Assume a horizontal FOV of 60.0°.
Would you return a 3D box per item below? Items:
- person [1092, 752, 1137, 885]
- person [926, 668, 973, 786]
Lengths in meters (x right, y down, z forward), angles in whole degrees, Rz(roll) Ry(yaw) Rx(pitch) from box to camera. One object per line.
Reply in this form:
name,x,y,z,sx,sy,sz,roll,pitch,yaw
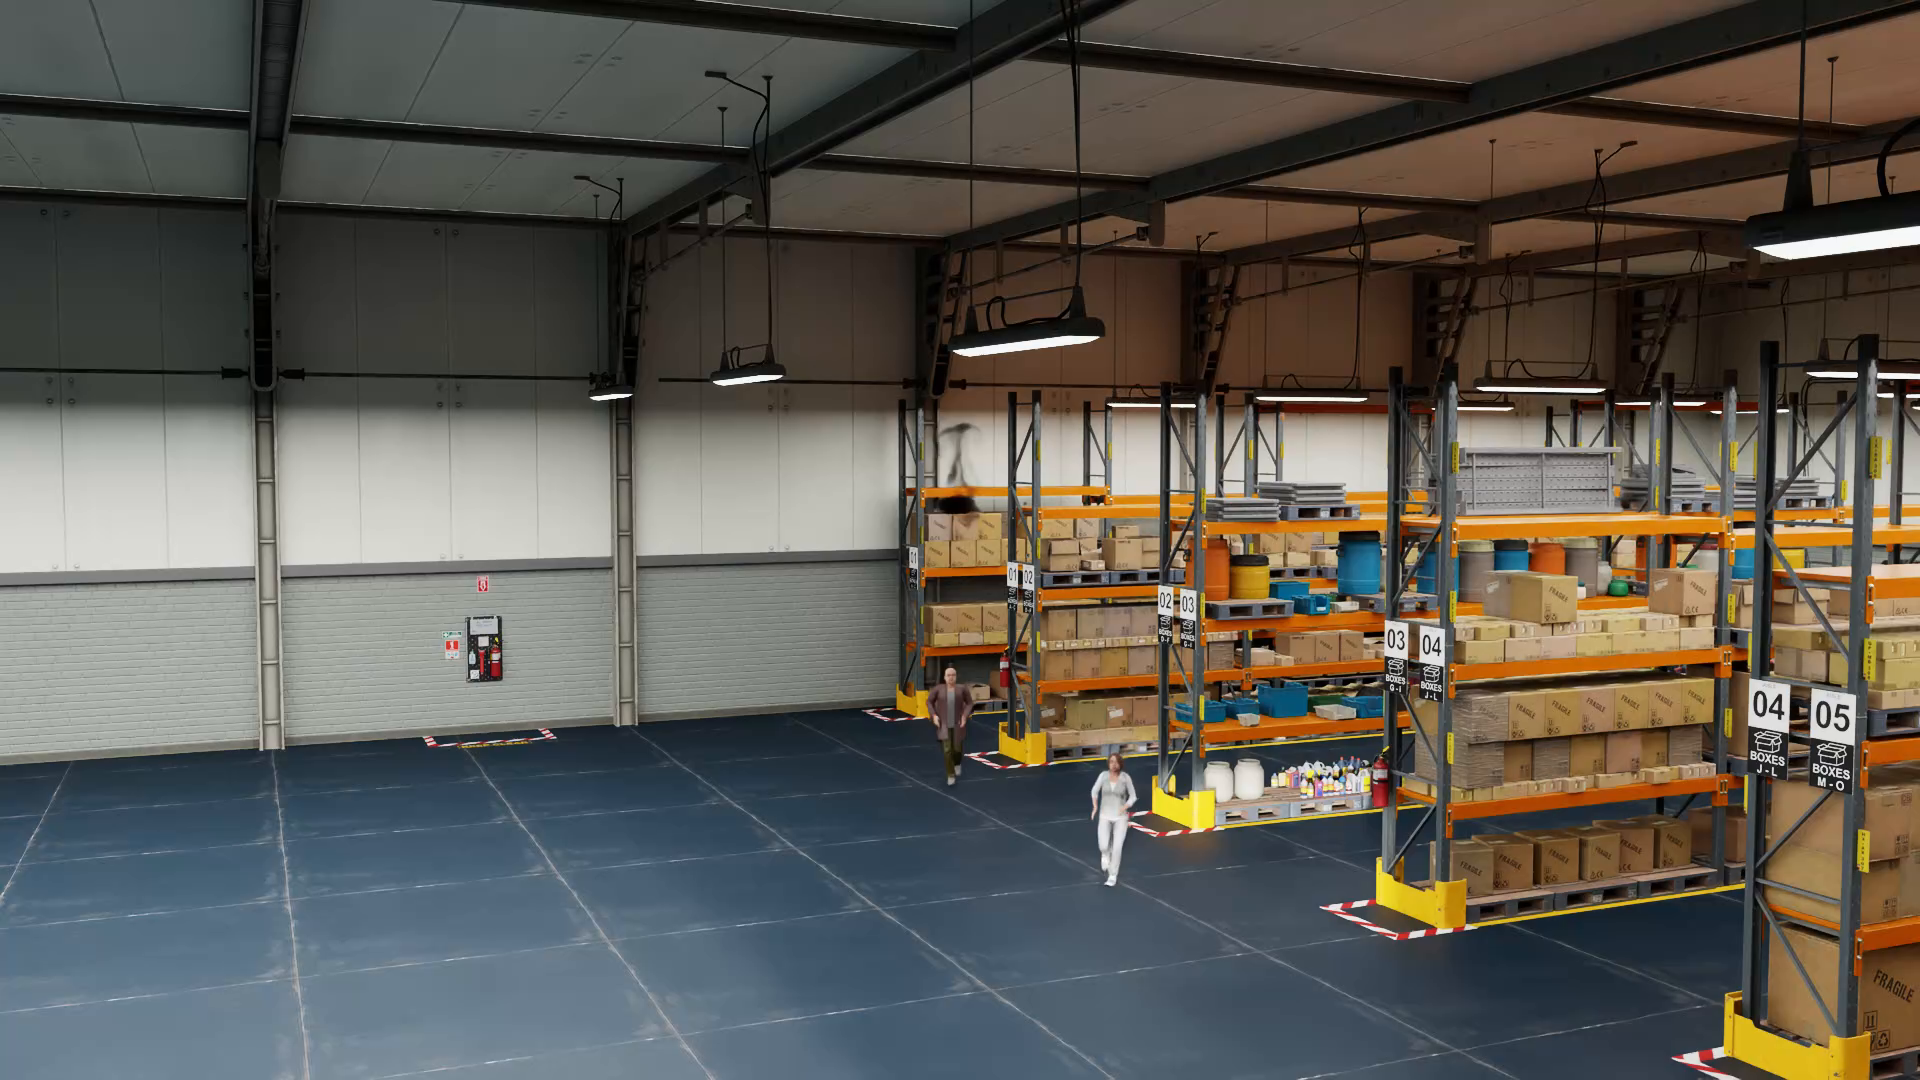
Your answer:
person,1.787,3.256,19.409,0.544,1.554,0.547,1,3,11
person,-0.158,2.811,25.292,0.727,1.748,0.726,0,3,-2
